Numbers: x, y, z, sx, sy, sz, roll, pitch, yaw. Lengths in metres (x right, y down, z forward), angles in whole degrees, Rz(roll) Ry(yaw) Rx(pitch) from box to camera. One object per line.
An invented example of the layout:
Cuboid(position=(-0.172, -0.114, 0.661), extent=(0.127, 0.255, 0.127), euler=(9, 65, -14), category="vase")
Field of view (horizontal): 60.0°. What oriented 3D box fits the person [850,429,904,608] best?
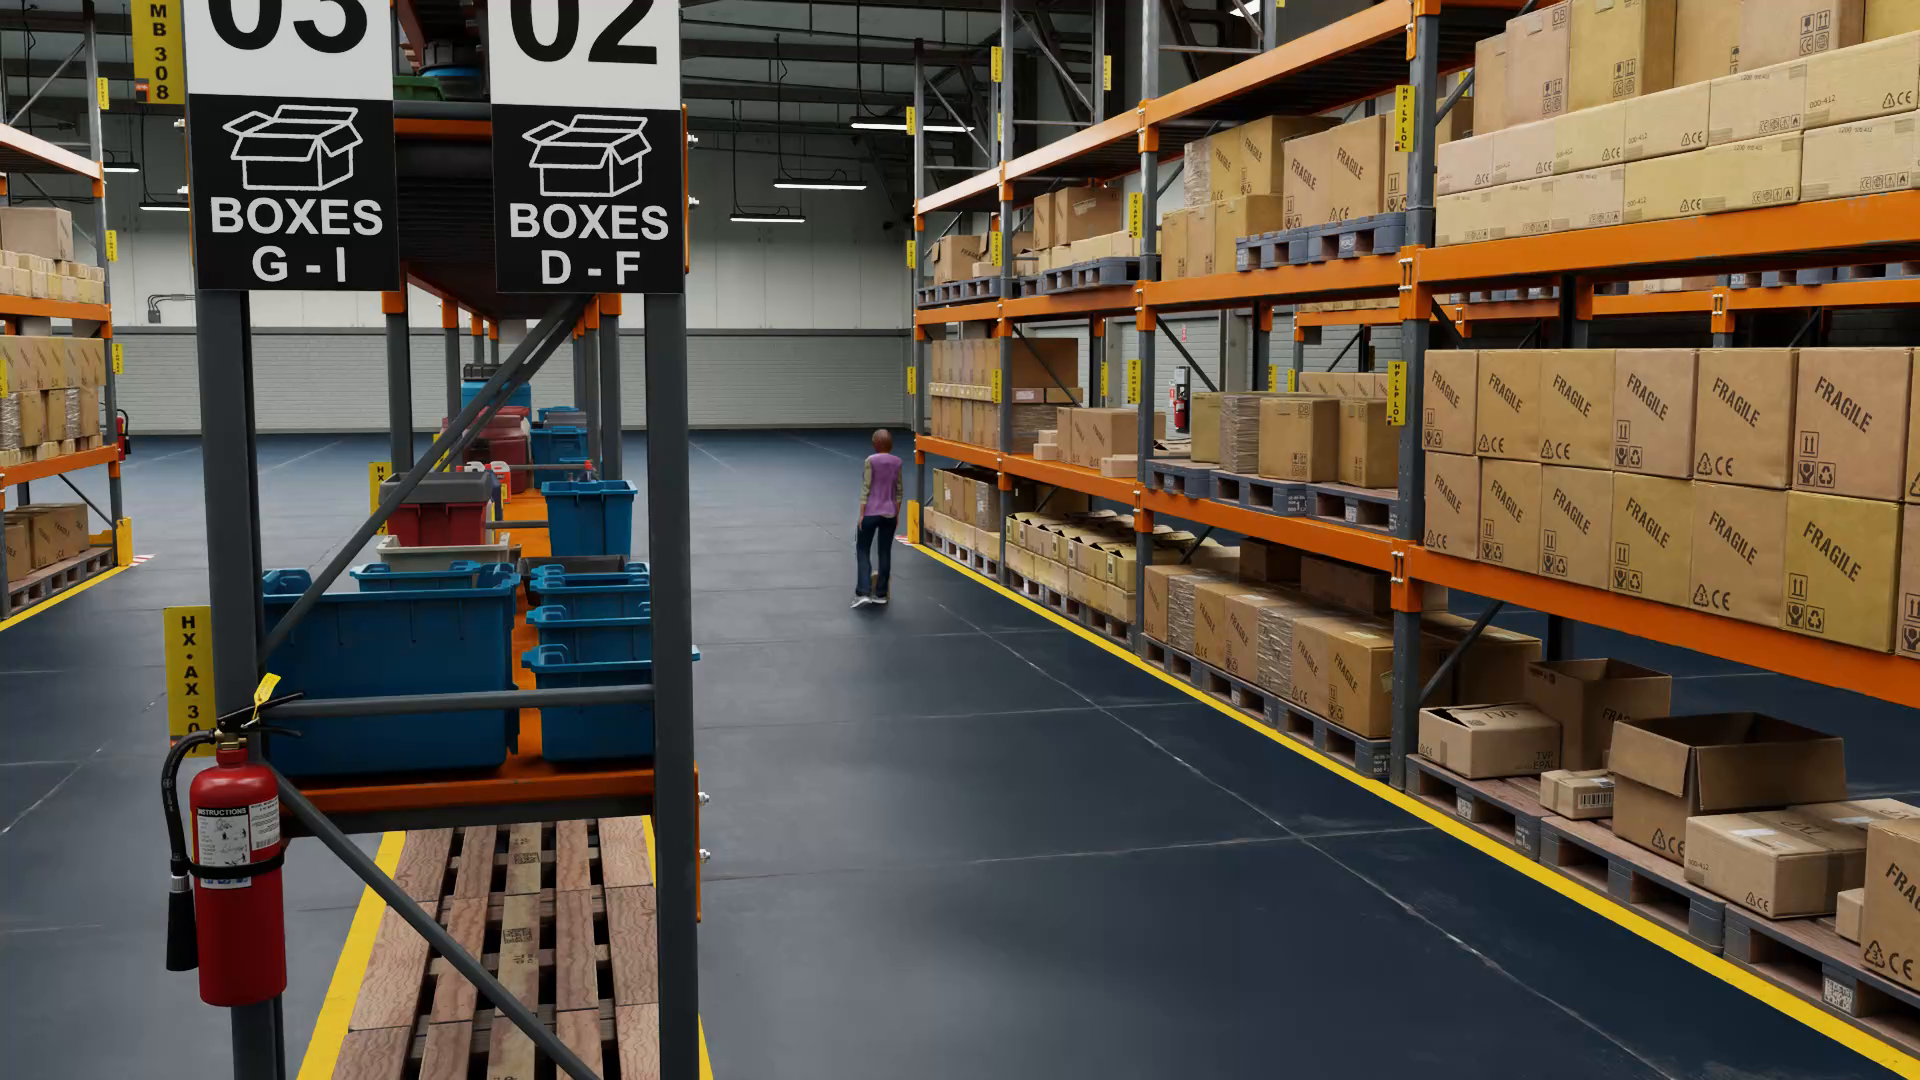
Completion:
Cuboid(position=(-0.763, -0.179, 15.054), extent=(0.476, 1.630, 0.419), euler=(-3, 7, -24), category="person")
